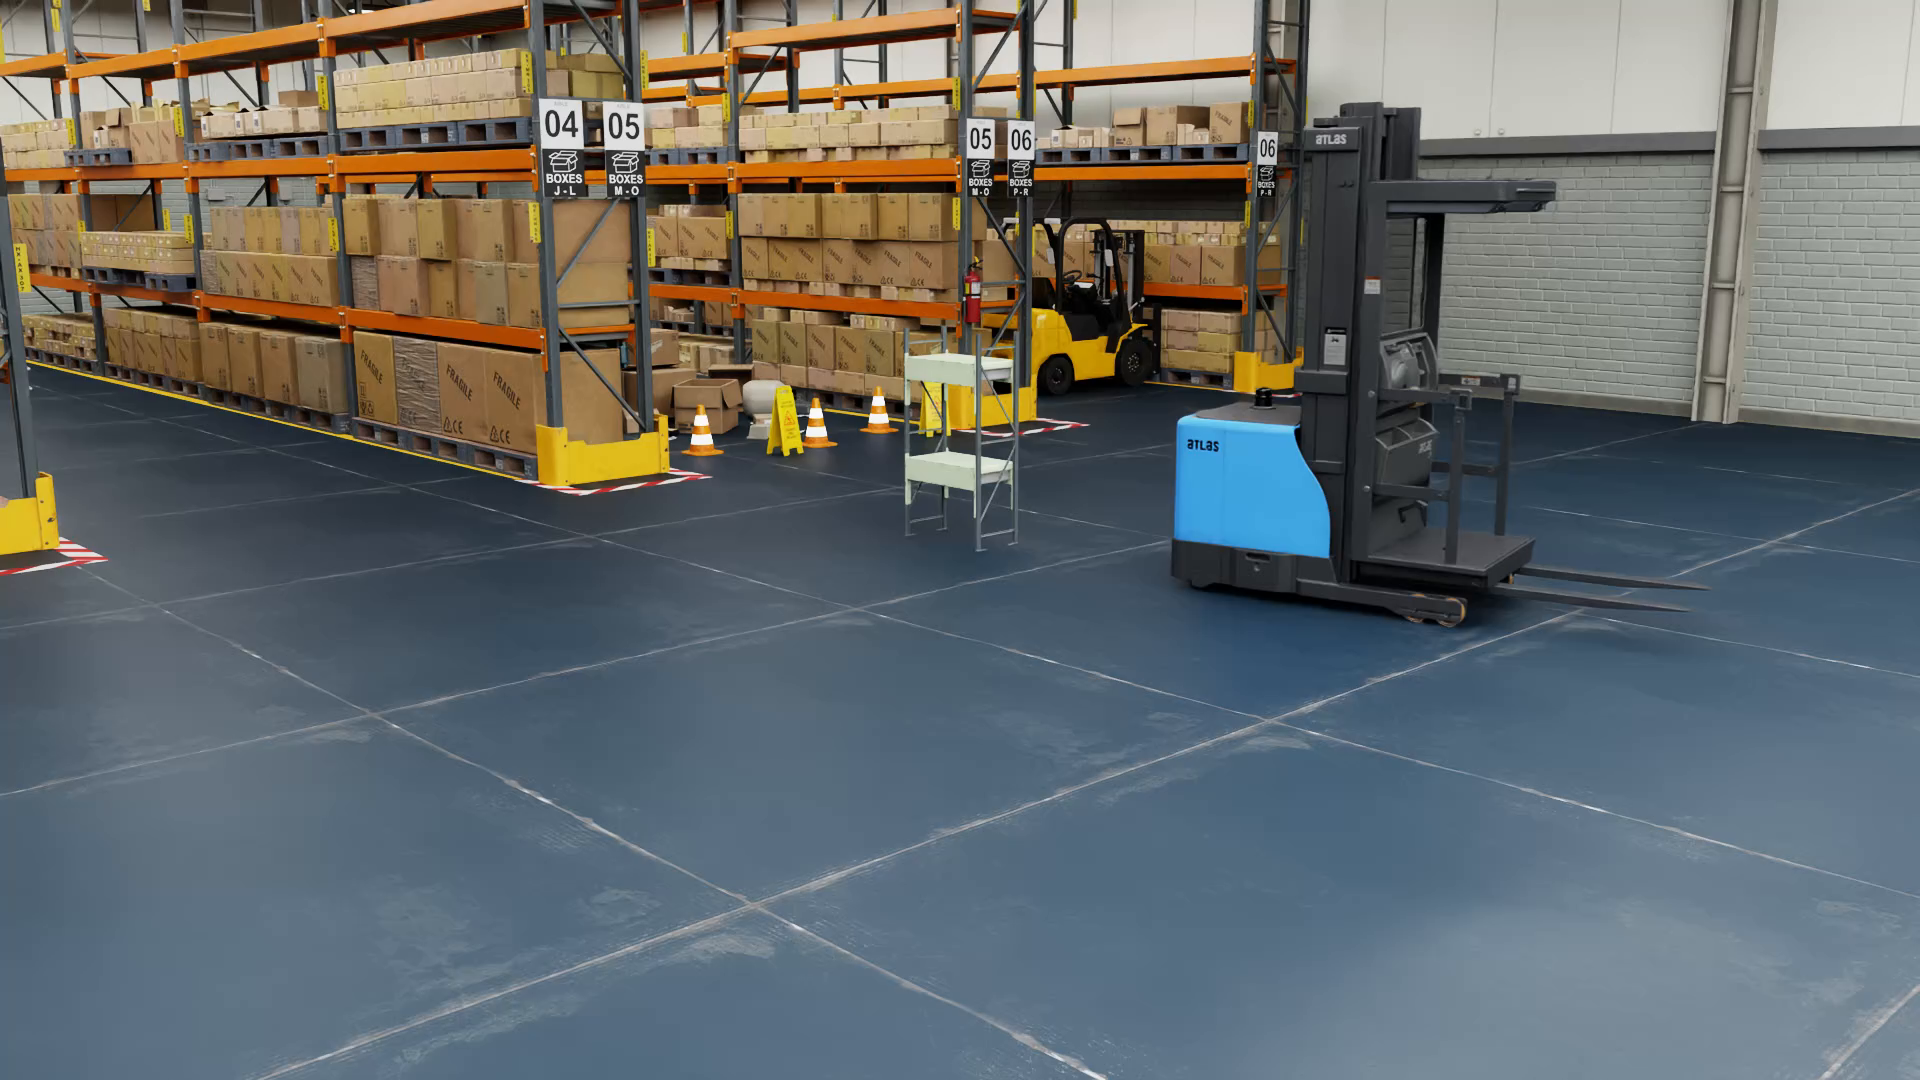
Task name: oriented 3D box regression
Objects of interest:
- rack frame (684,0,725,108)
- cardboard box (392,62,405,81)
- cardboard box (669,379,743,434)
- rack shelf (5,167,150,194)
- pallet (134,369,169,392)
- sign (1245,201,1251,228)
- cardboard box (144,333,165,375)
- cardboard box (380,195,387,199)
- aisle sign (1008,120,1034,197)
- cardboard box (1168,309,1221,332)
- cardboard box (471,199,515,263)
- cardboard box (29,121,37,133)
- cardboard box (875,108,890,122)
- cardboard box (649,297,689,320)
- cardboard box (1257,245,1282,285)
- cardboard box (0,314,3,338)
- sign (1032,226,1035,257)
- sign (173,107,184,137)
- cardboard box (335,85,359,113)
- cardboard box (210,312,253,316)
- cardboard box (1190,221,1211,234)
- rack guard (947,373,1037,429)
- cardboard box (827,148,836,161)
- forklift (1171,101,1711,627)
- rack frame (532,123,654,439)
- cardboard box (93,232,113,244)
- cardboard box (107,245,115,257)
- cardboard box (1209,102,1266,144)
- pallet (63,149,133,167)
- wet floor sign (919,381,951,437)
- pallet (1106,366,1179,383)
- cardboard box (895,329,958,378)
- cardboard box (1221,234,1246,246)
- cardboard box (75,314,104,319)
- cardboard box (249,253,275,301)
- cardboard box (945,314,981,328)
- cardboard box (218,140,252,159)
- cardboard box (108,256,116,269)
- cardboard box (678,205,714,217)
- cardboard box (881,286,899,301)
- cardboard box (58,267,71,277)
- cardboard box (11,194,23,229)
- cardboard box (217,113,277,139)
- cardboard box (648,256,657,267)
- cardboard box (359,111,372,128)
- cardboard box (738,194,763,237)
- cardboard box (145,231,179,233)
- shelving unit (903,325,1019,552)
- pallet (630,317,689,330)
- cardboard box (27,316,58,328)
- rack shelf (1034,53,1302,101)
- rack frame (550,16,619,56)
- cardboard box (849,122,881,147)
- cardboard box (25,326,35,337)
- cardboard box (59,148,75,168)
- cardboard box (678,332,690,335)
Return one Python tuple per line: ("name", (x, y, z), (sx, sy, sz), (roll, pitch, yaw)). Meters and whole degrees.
("rack frame", (-4.319, -8.114, 28.994), (1.000, 3.000, 0.127), (-11, 16, -43))
("cardboard box", (-5.006, -4.317, 15.354), (0.380, 0.149, 0.250), (-11, 16, -43))
("cardboard box", (-2.663, -1.413, 17.523), (0.637, 0.503, 0.797), (1, 12, 6))
("rack shelf", (-12.798, -5.188, 24.007), (1.077, 0.370, 4.000), (-11, 16, -43))
("pallet", (-10.031, -2.122, 21.686), (1.003, 0.211, 1.213), (-11, 16, -43))
("sign", (3.566, -4.034, 20.601), (0.100, 0.325, 0.005), (-11, 16, -43))
("cardboard box", (-10.030, -2.387, 21.220), (0.500, 0.500, 0.500), (11, 16, 43))
("cardboard box", (-9.186, -5.536, 27.014), (0.380, 0.149, 0.250), (-11, 16, -44))
("aisle sign", (0.648, -4.040, 17.643), (0.394, 0.787, 0.004), (-11, 16, -43))
("cardboard box", (3.068, -2.871, 21.706), (0.500, 0.250, 0.500), (-11, 16, -42))
("cardboard box", (-3.804, -2.757, 14.812), (0.875, 0.550, 0.550), (-11, 16, -43))
("cardboard box", (-12.932, -5.842, 23.543), (0.380, 0.149, 0.250), (-11, 16, -44))
("cardboard box", (-0.708, -4.636, 18.191), (0.380, 0.149, 0.250), (-11, 16, -43))
("cardboard box", (-5.448, -4.357, 30.778), (0.500, 0.500, 0.700), (11, 16, 43))
("cardboard box", (3.827, -3.584, 21.628), (0.500, 0.500, 0.500), (-10, 15, -41))
("cardboard box", (-7.146, -1.630, 11.404), (0.875, 0.500, 0.500), (-11, 16, -43))
("sign", (0.773, -3.232, 18.019), (0.100, 0.325, 0.005), (-11, 16, -43))
("sign", (-9.048, -4.842, 19.266), (0.100, 0.325, 0.005), (-11, 16, -43))
("cardboard box", (-5.757, -4.297, 16.247), (0.500, 0.250, 0.500), (-11, 16, -42))
("cardboard box", (-9.305, -2.752, 21.132), (0.500, 0.250, 0.500), (-11, 16, -43))
("cardboard box", (3.175, -4.026, 21.426), (0.380, 0.149, 0.250), (-10, 16, -41))
("rack guard", (0.328, -1.519, 18.045), (1.175, 0.500, 0.348), (-11, 16, -43))
("cardboard box", (-1.277, -4.357, 18.814), (0.380, 0.149, 0.250), (-11, 16, -42))
("forklift", (2.842, -1.060, 9.792), (3.031, 2.935, 1.130), (8, 14, 32))
("rack frame", (-3.129, -2.028, 14.320), (1.000, 3.000, 0.127), (-11, 16, -43))
("cardboard box", (-11.105, -3.954, 21.776), (0.380, 0.149, 0.250), (-11, 16, -42))
("cardboard box", (-10.750, -3.734, 21.445), (0.380, 0.149, 0.250), (-10, 15, -40))
("cardboard box", (3.486, -5.228, 20.883), (0.500, 0.500, 0.500), (-10, 15, -41))
("pallet", (-11.067, -5.051, 22.027), (1.213, 0.211, 1.003), (-11, 16, -43))
("wet floor sign", (-0.262, -1.402, 17.118), (0.267, 0.644, 0.232), (-5, 13, -23))
("pallet", (2.572, -2.342, 22.758), (1.003, 0.211, 1.213), (-11, 16, -43))
("cardboard box", (-0.361, -2.039, 18.290), (0.500, 0.500, 0.500), (-11, 16, -42))
("cardboard box", (3.526, -3.803, 21.080), (0.380, 0.149, 0.250), (-11, 16, -42))
("cardboard box", (-13.227, -3.357, 25.321), (0.380, 0.149, 0.250), (-11, 16, -44))
("cardboard box", (-7.496, -2.921, 18.406), (0.500, 0.500, 0.500), (-11, 16, -43))
("cardboard box", (0.307, -3.240, 25.047), (0.875, 0.625, 0.625), (-11, 16, -43))
("cardboard box", (-8.856, -4.834, 20.258), (0.500, 0.500, 0.500), (-11, 16, -43))
("cardboard box", (-10.763, -3.589, 21.482), (0.250, 0.149, 0.380), (11, 16, 43))
("cardboard box", (-3.349, -4.169, 21.078), (0.250, 0.149, 0.380), (11, 16, 43))
("cardboard box", (-0.648, -2.729, 18.347), (0.380, 0.149, 0.250), (-11, 16, -42))
("cardboard box", (-12.550, -3.811, 23.599), (0.250, 0.149, 0.380), (11, 16, 43))
("cardboard box", (-13.708, -4.872, 24.662), (0.500, 0.500, 0.500), (-10, 15, -41))
("cardboard box", (-7.967, -4.636, 18.630), (0.500, 0.250, 0.500), (-10, 16, -41))
("cardboard box", (-3.973, -3.666, 21.856), (0.380, 0.149, 0.250), (-10, 15, -41))
("cardboard box", (-5.535, -4.038, 15.976), (0.380, 0.149, 0.250), (-11, 16, -43))
("cardboard box", (-2.234, -3.906, 19.973), (0.700, 0.500, 0.500), (-11, 16, -43))
("cardboard box", (-10.635, -4.045, 22.217), (0.250, 0.149, 0.380), (11, 16, 43))
("shelving unit", (0.005, -0.734, 11.755), (0.431, 1.500, 0.755), (-11, 16, -43))
("pallet", (-5.639, -4.088, 31.233), (1.003, 0.211, 1.213), (-11, 16, -43))
("cardboard box", (-13.704, -3.262, 24.859), (0.380, 0.149, 0.250), (-11, 16, -43))
("rack shelf", (2.587, -6.106, 22.024), (1.077, 0.370, 4.000), (-11, 16, -43))
("rack frame", (-5.144, -6.838, 22.801), (1.000, 3.000, 0.127), (-11, 16, -43))
("cardboard box", (-0.876, -4.459, 18.323), (0.500, 0.250, 0.500), (-10, 16, -41))
("cardboard box", (-13.854, -3.158, 25.092), (0.380, 0.149, 0.250), (-11, 16, -43))
("cardboard box", (-11.951, -5.209, 22.698), (0.500, 0.250, 0.500), (-10, 16, -41))
("cardboard box", (-4.245, -2.628, 22.705), (0.950, 0.372, 0.625), (-11, 16, -44))
